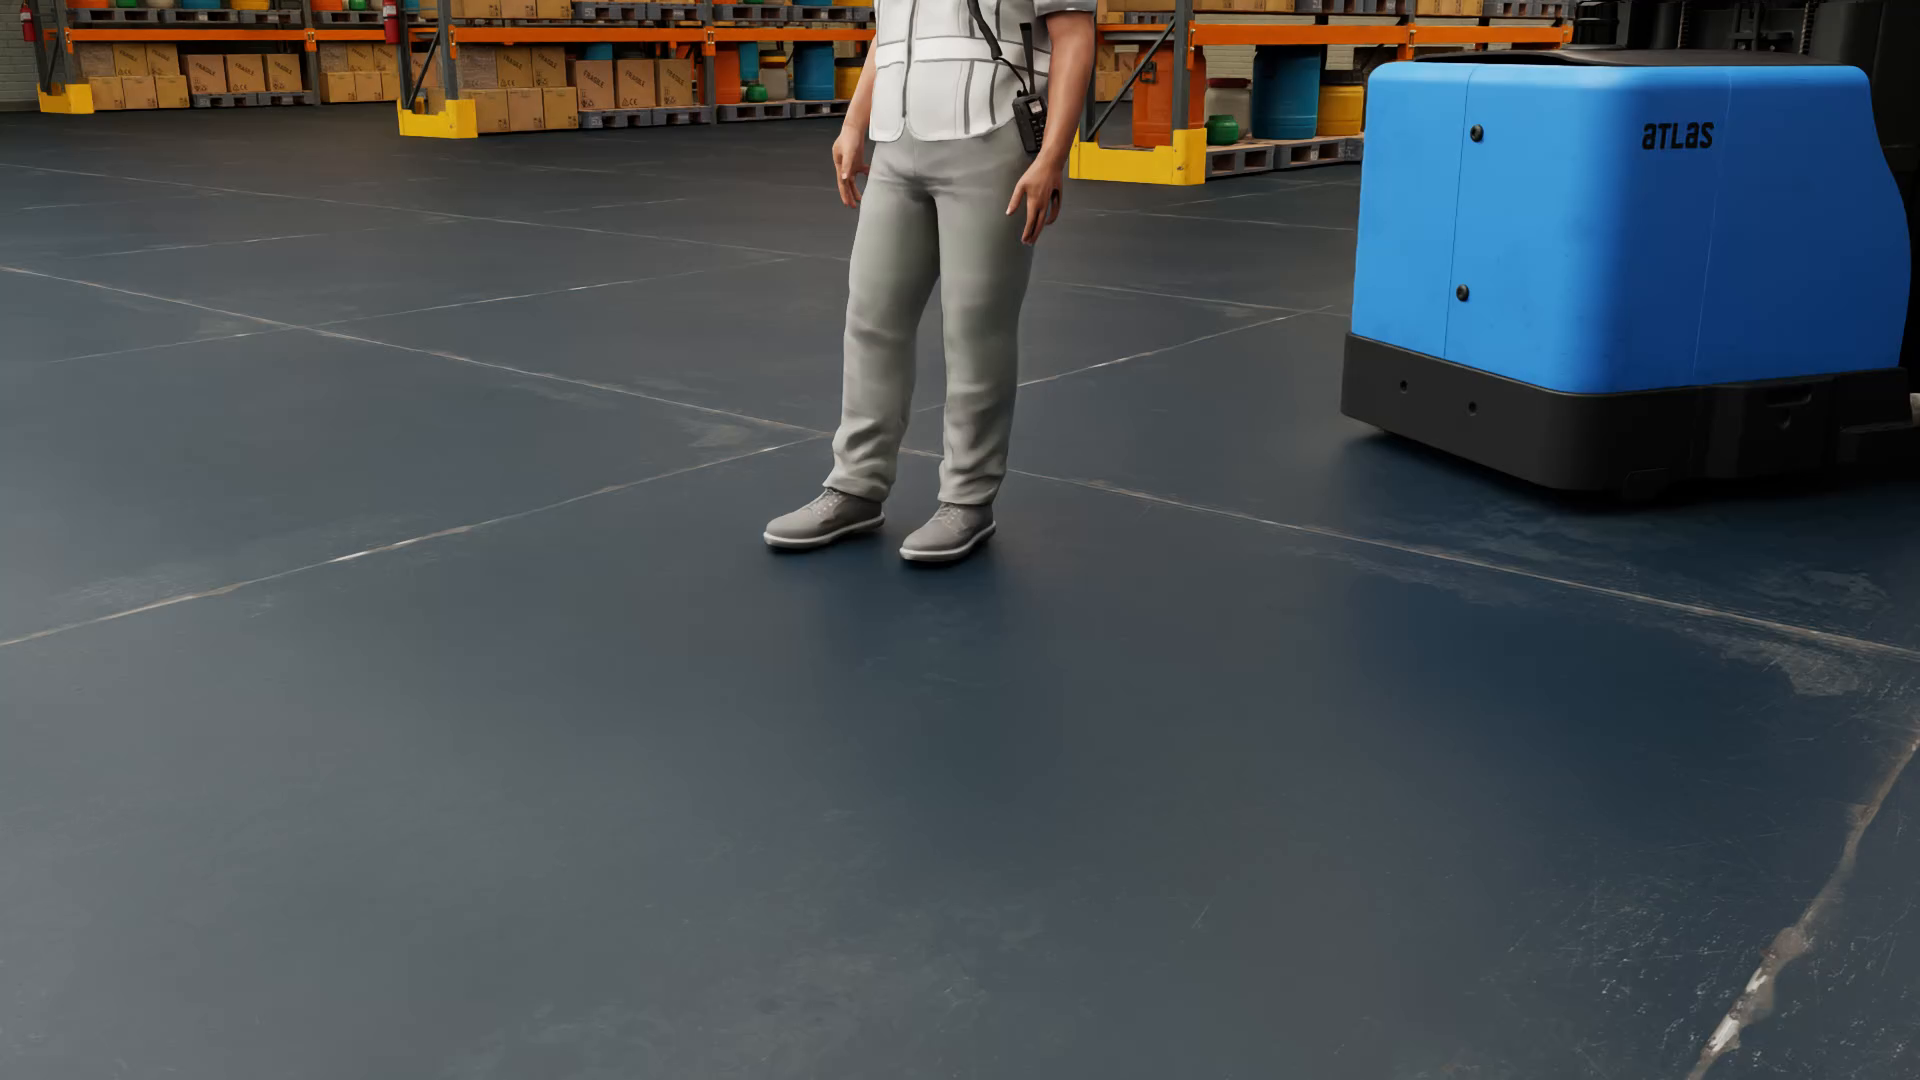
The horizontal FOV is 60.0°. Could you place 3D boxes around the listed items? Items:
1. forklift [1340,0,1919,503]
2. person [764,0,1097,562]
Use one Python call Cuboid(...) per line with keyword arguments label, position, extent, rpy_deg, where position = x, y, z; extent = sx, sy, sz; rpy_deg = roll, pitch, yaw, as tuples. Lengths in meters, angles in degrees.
Cuboid(label="forklift", position=(2.702, -1.744, 4.640), extent=(3.031, 2.935, 1.130), rpy_deg=(-6, 18, -20))
Cuboid(label="person", position=(-0.059, -0.844, 3.631), extent=(0.640, 1.780, 0.575), rpy_deg=(13, 21, 37))
